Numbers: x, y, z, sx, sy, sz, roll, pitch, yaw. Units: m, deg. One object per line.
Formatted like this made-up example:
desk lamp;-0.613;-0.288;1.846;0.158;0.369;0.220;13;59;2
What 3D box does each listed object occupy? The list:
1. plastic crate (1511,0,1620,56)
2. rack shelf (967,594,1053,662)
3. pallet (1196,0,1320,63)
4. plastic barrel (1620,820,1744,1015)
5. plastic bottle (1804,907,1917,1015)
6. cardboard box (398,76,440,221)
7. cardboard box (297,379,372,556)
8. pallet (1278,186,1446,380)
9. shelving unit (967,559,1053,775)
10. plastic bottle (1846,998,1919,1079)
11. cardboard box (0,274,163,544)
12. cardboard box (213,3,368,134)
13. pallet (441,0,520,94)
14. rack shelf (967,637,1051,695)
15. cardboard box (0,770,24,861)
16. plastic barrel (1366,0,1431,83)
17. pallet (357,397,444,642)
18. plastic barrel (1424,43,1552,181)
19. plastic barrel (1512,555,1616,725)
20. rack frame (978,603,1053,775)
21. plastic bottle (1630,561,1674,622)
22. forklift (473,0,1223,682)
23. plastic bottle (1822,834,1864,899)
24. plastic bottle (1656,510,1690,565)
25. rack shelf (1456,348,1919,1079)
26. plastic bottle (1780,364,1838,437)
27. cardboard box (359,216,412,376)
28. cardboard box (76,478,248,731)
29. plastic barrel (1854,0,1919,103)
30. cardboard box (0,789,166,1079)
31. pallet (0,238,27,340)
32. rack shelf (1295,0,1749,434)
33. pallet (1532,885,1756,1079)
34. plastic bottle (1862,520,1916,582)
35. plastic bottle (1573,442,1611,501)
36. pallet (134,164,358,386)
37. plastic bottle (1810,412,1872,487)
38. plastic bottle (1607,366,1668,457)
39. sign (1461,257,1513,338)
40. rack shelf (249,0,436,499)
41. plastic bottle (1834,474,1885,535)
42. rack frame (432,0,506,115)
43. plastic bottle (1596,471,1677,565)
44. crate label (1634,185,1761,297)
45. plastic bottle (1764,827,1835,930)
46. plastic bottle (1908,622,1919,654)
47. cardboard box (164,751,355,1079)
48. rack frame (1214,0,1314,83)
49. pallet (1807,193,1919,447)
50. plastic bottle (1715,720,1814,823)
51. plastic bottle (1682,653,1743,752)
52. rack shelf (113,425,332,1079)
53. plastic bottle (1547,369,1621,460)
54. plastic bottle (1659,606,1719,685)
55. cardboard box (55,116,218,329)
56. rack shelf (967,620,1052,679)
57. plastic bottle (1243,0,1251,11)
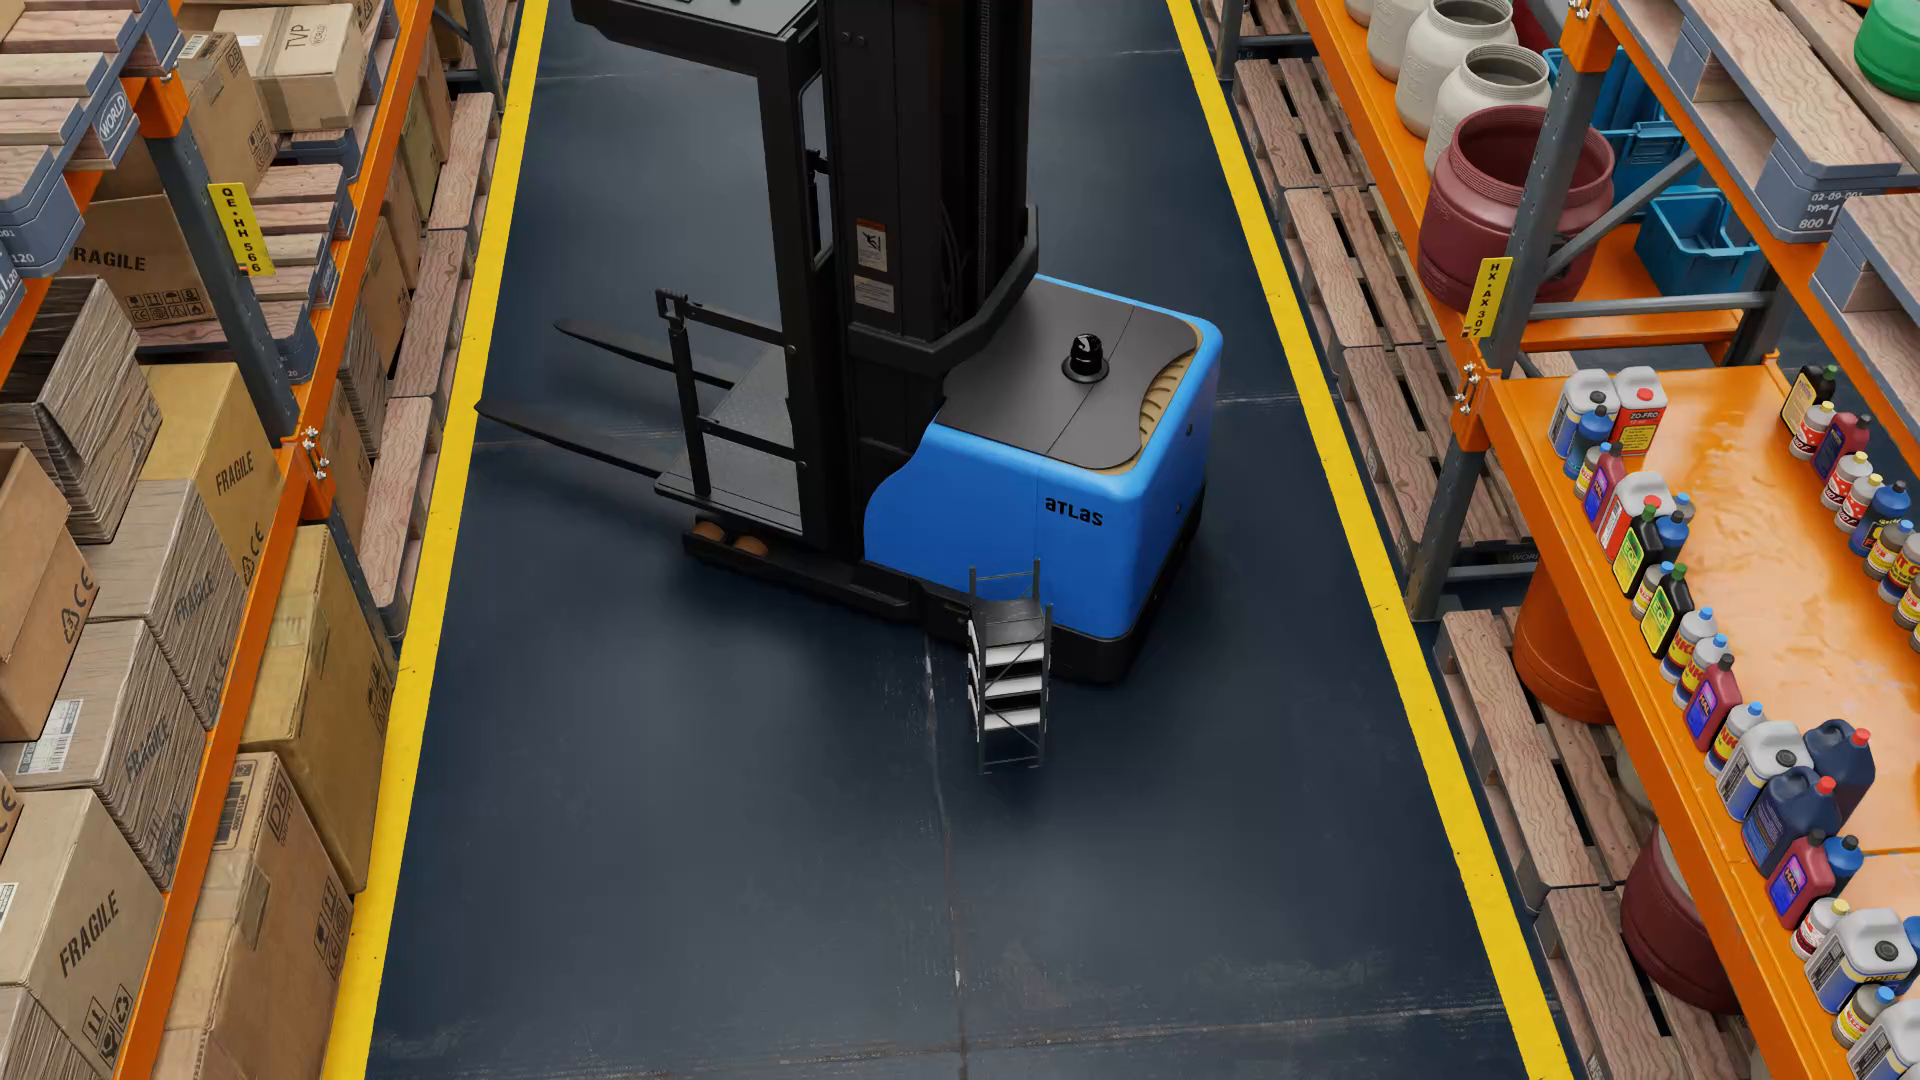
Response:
plastic crate;2.445;-1.985;6.656;0.402;0.464;0.583;-3;47;-3
rack shelf;0.168;0.298;5.658;0.258;0.077;0.200;-7;47;-7
pallet;1.926;-3.199;9.771;1.003;0.211;1.213;-3;47;-3
plastic barrel;2.428;1.079;5.170;0.600;0.588;0.708;-3;47;-3
plastic bottle;2.152;1.002;3.957;0.152;0.276;0.135;-3;47;-3
cardboard box;-2.944;-1.868;8.009;0.700;0.500;0.500;-4;47;-4
cardboard box;-2.736;-0.250;6.476;0.700;0.500;0.500;-6;47;-5
pallet;2.150;-1.260;7.934;1.003;0.211;1.213;-3;47;-3
shelving unit;0.168;0.461;5.830;0.258;0.900;0.210;-7;47;-7
plastic bottle;2.171;1.169;3.799;0.152;0.276;0.135;-3;47;-3
cardboard box;-2.615;-0.324;4.367;0.797;0.503;0.637;-2;47;-2
cardboard box;-2.571;-1.794;6.333;0.500;0.250;0.500;-5;47;-4
pallet;-3.086;-2.893;9.481;1.003;0.211;1.213;-3;47;-3
rack shelf;0.168;0.422;5.789;0.258;0.077;0.200;-7;47;-7
cardboard box;-2.500;0.633;3.461;0.797;0.503;0.637;-2;47;-2
plastic barrel;1.900;-2.167;6.779;0.433;0.535;0.433;0;47;0
pallet;-2.724;-0.081;6.818;1.003;0.211;1.213;-3;47;-3
plastic barrel;1.977;-1.545;6.207;0.421;0.512;0.421;0;47;0
plastic barrel;2.334;0.179;5.856;0.600;0.830;0.708;-3;47;-3
rack frame;0.185;0.534;5.761;0.240;0.900;0.006;-7;47;-7
plastic bottle;2.022;0.143;4.822;0.097;0.201;0.097;0;47;0
forklift;-0.569;-1.194;5.998;3.031;2.935;1.130;18;49;16
plastic bottle;2.164;0.821;4.132;0.097;0.271;0.097;0;47;0
plastic bottle;2.071;0.018;4.892;0.097;0.271;0.097;0;47;0
rack shelf;2.443;0.919;4.446;1.077;0.370;4.000;-3;47;-3
plastic bottle;2.735;-0.468;5.345;0.061;0.283;0.133;-3;47;-3
cardboard box;-2.849;-1.060;7.243;0.700;0.500;0.500;0;47;0
cardboard box;-2.336;0.194;4.568;0.500;0.500;0.500;-4;47;-4
plastic barrel;2.135;-1.117;3.630;0.294;0.245;0.294;0;47;0
cardboard box;-2.247;0.938;3.863;0.500;0.500;0.500;-3;47;-3
pallet;-2.457;-0.169;3.045;1.003;0.211;1.213;-2;47;-1
rack shelf;2.108;-1.975;7.186;1.077;0.370;4.000;-3;47;-3
pallet;2.482;1.632;5.195;1.003;0.211;1.213;-3;47;-3
plastic bottle;2.770;0.023;4.936;0.097;0.201;0.097;0;47;0
plastic bottle;1.980;-0.218;5.164;0.097;0.201;0.097;0;47;0
pallet;-2.826;-0.917;5.822;1.213;0.211;1.003;-3;47;-3
plastic bottle;2.754;-0.301;5.186;0.061;0.283;0.133;-3;47;-3
plastic bottle;2.141;-0.409;5.294;0.152;0.276;0.135;-3;47;-3
sign;1.728;-0.793;5.459;0.100;0.325;0.005;-3;47;-3
rack shelf;-2.827;-1.674;6.901;1.077;0.370;4.000;-3;47;-3
plastic bottle;2.754;-0.118;5.069;0.097;0.201;0.097;0;47;0
rack frame;-2.995;-3.368;8.011;1.000;3.000;0.127;-3;47;-3
plastic bottle;2.028;-0.065;4.968;0.152;0.276;0.135;-3;47;-3
crate label;2.614;-1.045;5.926;0.303;0.233;0.416;-3;47;-3
plastic bottle;2.087;0.834;4.111;0.061;0.283;0.133;-3;47;-3
plastic bottle;2.794;0.234;4.736;0.097;0.201;0.097;0;47;0
cardboard box;-2.556;1.258;4.803;1.225;0.875;0.875;-3;47;-3
rack frame;1.941;-3.669;8.296;1.000;3.000;0.127;-3;47;-3
pallet;2.350;-0.229;3.102;1.003;0.211;1.213;-3;47;-3
plastic bottle;2.106;0.603;4.334;0.152;0.276;0.135;-3;47;-3
plastic bottle;2.041;0.436;4.488;0.061;0.283;0.133;-3;47;-3
rack shelf;-2.493;1.220;4.160;1.077;0.370;4.000;-3;47;-3
plastic bottle;1.990;-0.400;5.285;0.152;0.276;0.135;-3;47;-3
plastic bottle;2.041;0.285;4.639;0.097;0.271;0.097;0;47;0
cardboard box;-2.745;-1.041;5.449;0.500;0.500;0.500;-9;47;-8
rack shelf;0.168;0.360;5.724;0.258;0.077;0.200;-7;47;-7
plastic bottle;1.600;-3.102;9.383;0.097;0.201;0.097;0;47;0
